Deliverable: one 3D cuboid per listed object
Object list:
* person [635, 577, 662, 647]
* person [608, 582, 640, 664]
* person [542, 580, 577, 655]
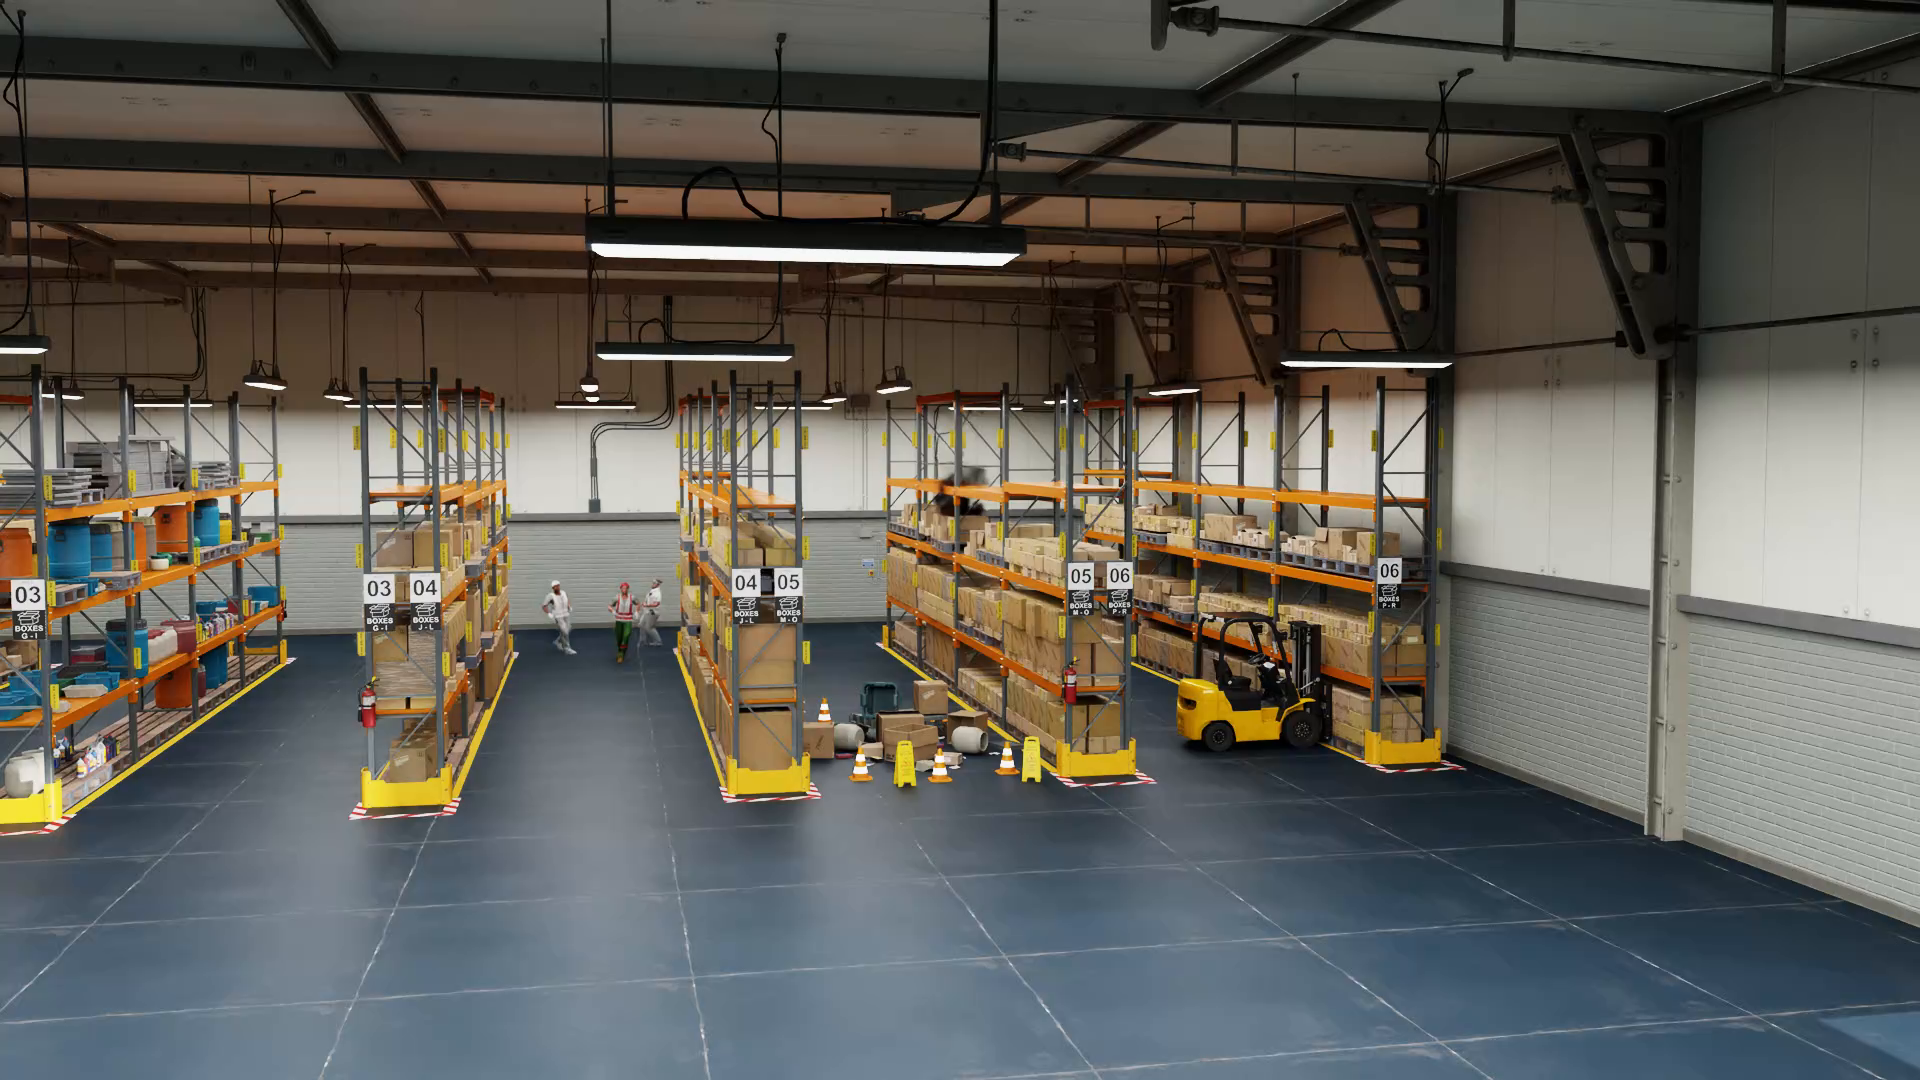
[{"bbox_3d":[-7.522,1.764,40.278,0.639,1.765,0.801,-1,4,-18],"label":"person"},{"bbox_3d":[-7.624,1.856,37.683,0.693,1.803,0.942,0,3,-3],"label":"person"},{"bbox_3d":[-9.389,1.809,38.943,0.794,1.739,0.744,3,4,39],"label":"person"}]
